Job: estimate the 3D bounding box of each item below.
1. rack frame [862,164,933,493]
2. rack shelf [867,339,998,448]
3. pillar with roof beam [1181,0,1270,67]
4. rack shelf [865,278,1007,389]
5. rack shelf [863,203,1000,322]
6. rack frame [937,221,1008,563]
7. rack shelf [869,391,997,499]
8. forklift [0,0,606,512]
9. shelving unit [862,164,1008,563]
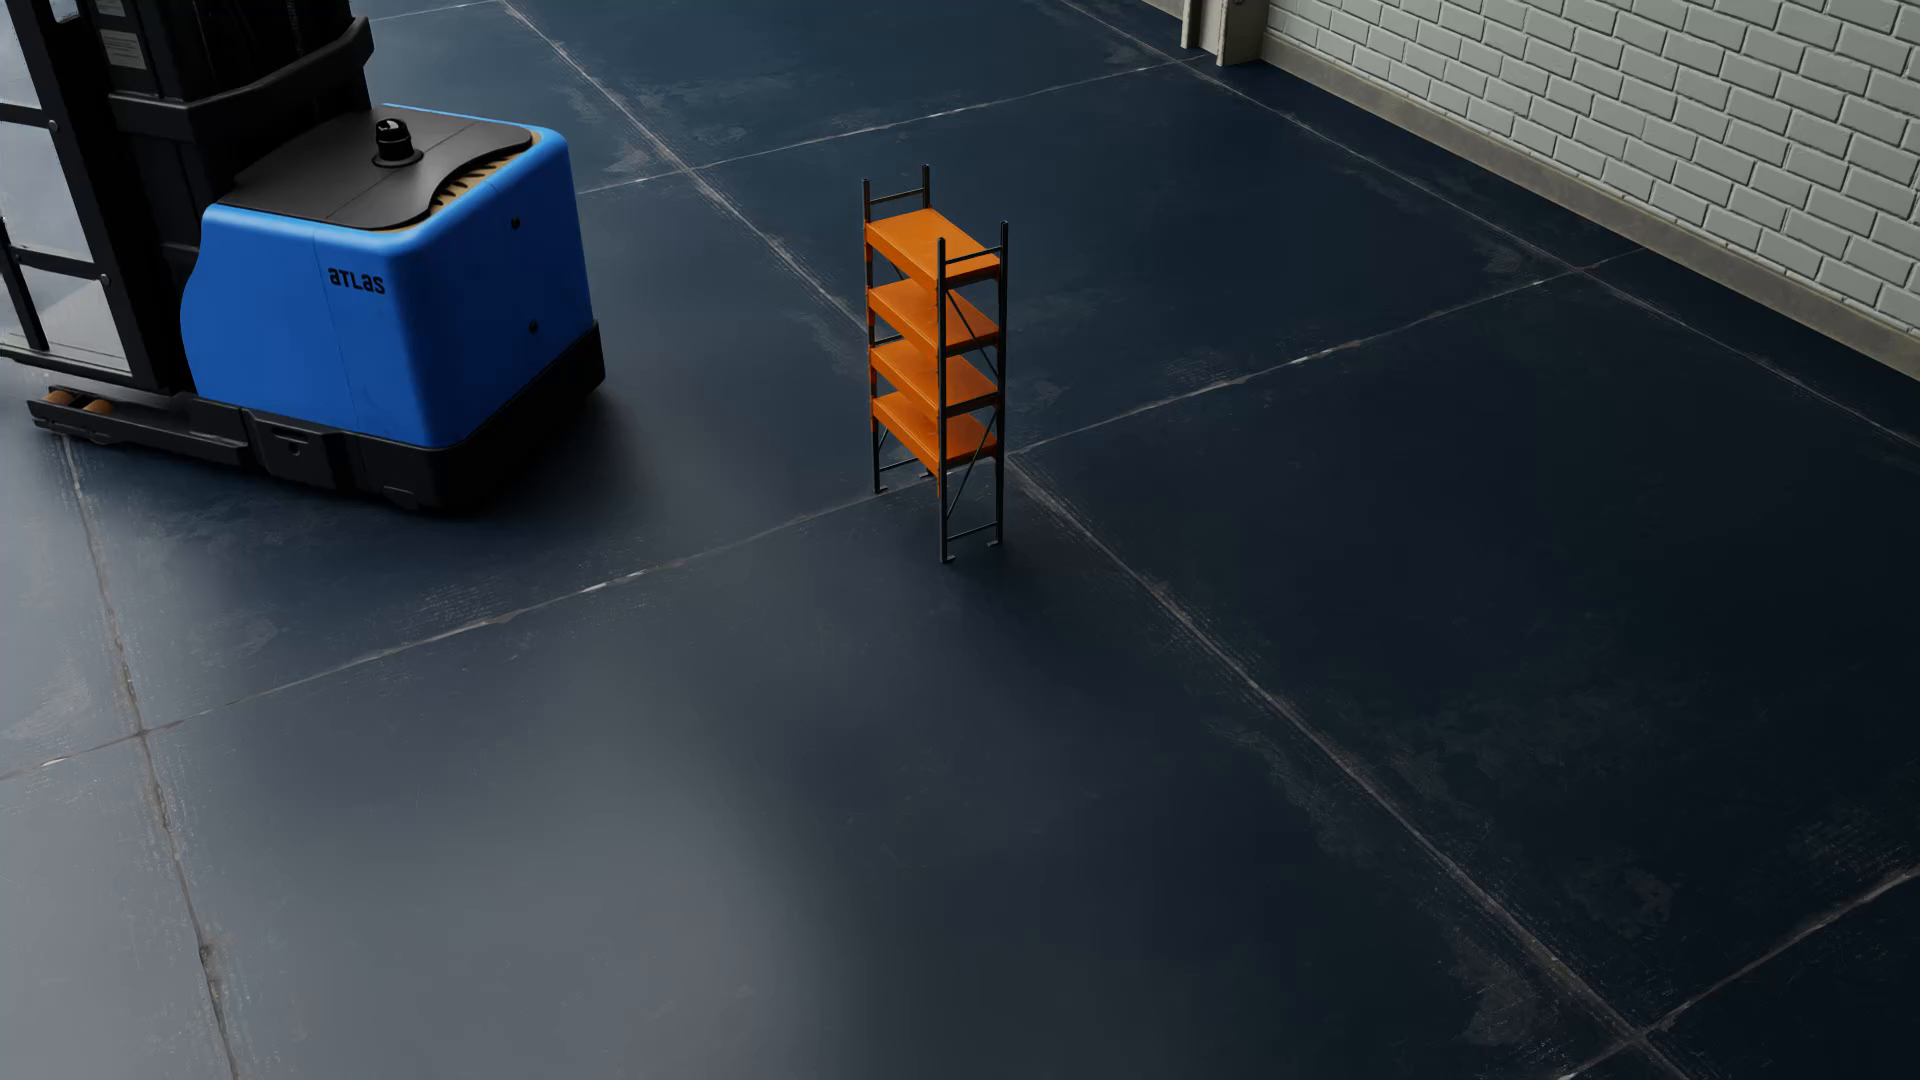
[{"bbox_3d":[-0.206,-0.693,5.682,0.240,1.200,0.015,-19,40,-24],"label":"rack frame"},{"bbox_3d":[-0.083,-0.515,5.551,0.258,0.148,0.480,-19,40,-24],"label":"rack shelf"},{"bbox_3d":[-2.206,-5.185,5.219,9.100,9.000,0.400,-19,40,-24],"label":"pillar with roof beam"},{"bbox_3d":[-0.083,-0.695,5.419,0.258,0.148,0.480,-19,40,-24],"label":"rack shelf"},{"bbox_3d":[-0.083,-0.886,5.280,0.258,0.148,0.480,-19,40,-24],"label":"rack shelf"},{"bbox_3d":[0.039,-0.445,5.341,0.240,1.200,0.015,-19,40,-24],"label":"rack frame"},{"bbox_3d":[-0.083,-0.354,5.668,0.258,0.148,0.480,-19,40,-24],"label":"rack shelf"},{"bbox_3d":[-2.958,-1.817,5.753,3.031,2.935,1.130,12,38,16],"label":"forklift"},{"bbox_3d":[-0.083,-0.569,5.512,0.258,1.200,0.503,-19,40,-24],"label":"shelving unit"}]
